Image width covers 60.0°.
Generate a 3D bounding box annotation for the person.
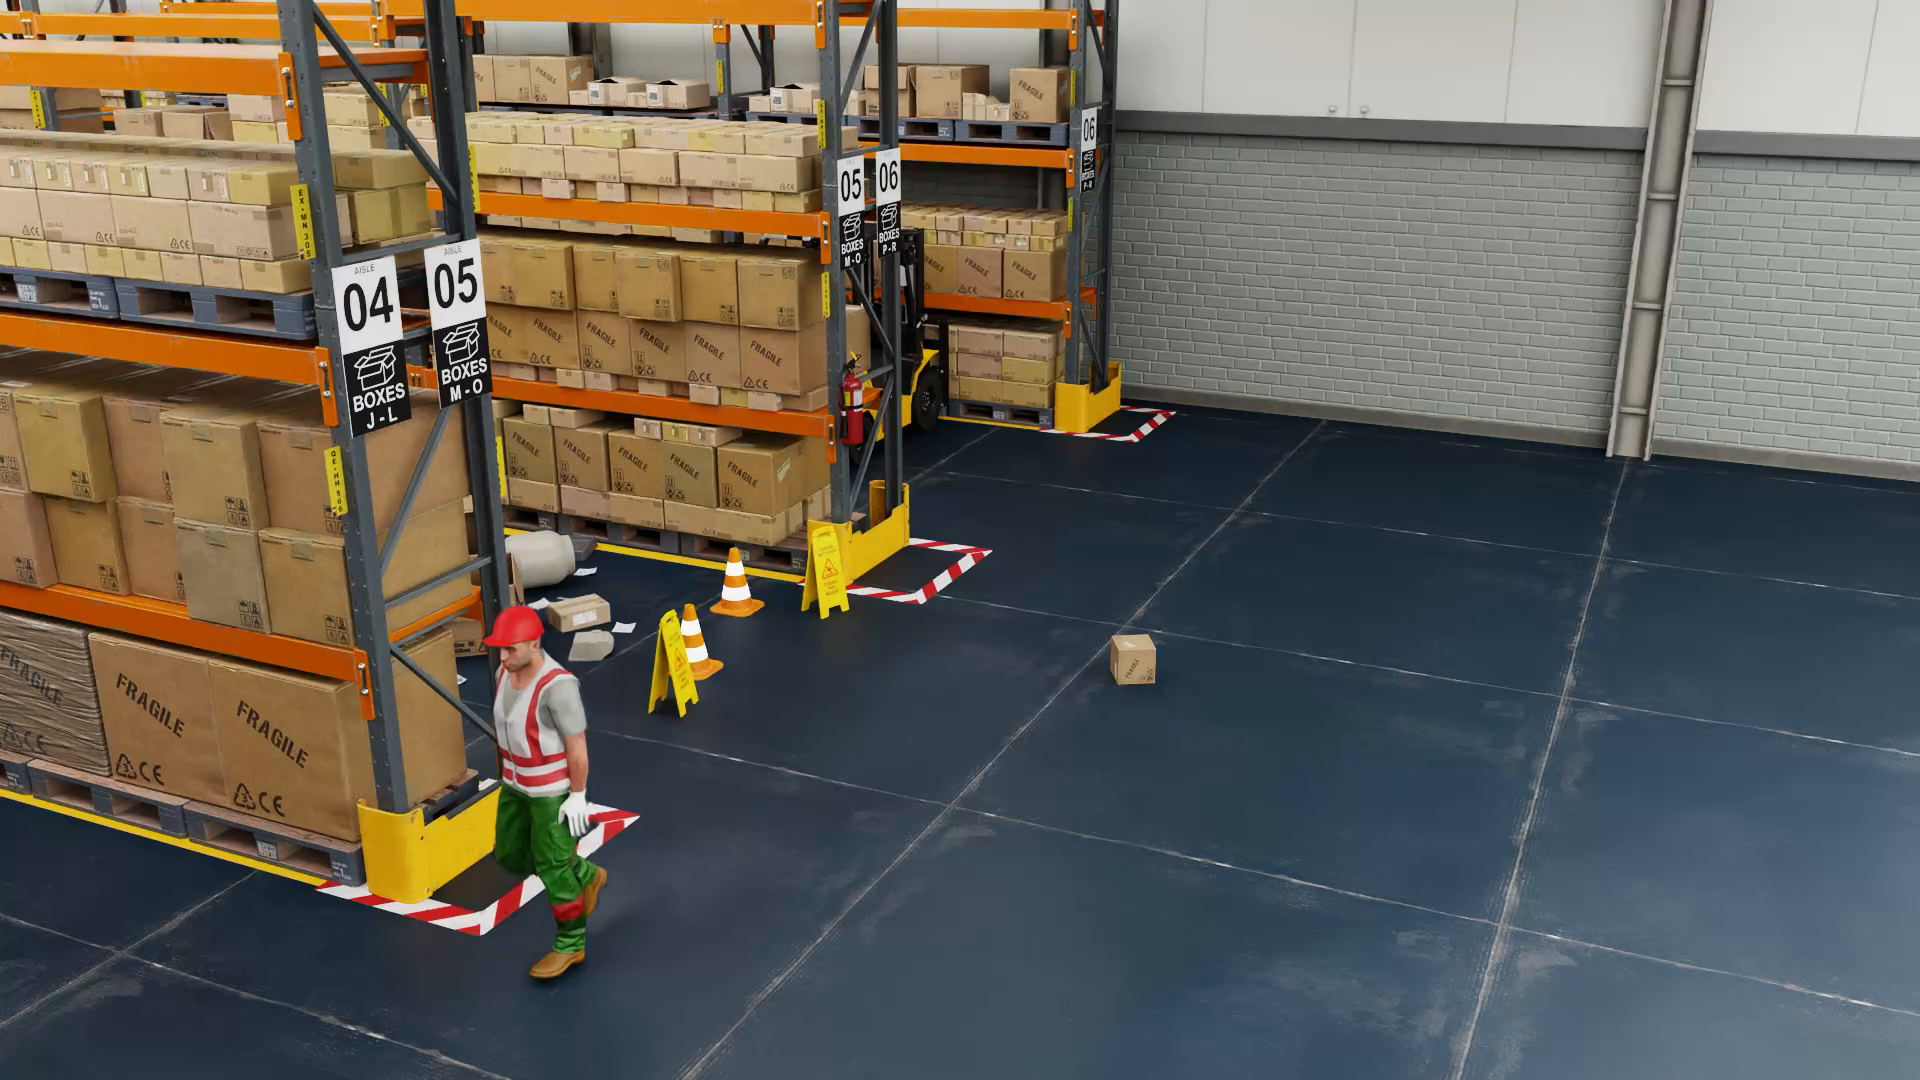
[{"bbox_3d":[-1.895,1.110,7.703,0.604,1.778,0.572,16,24,38],"label":"person"}]
